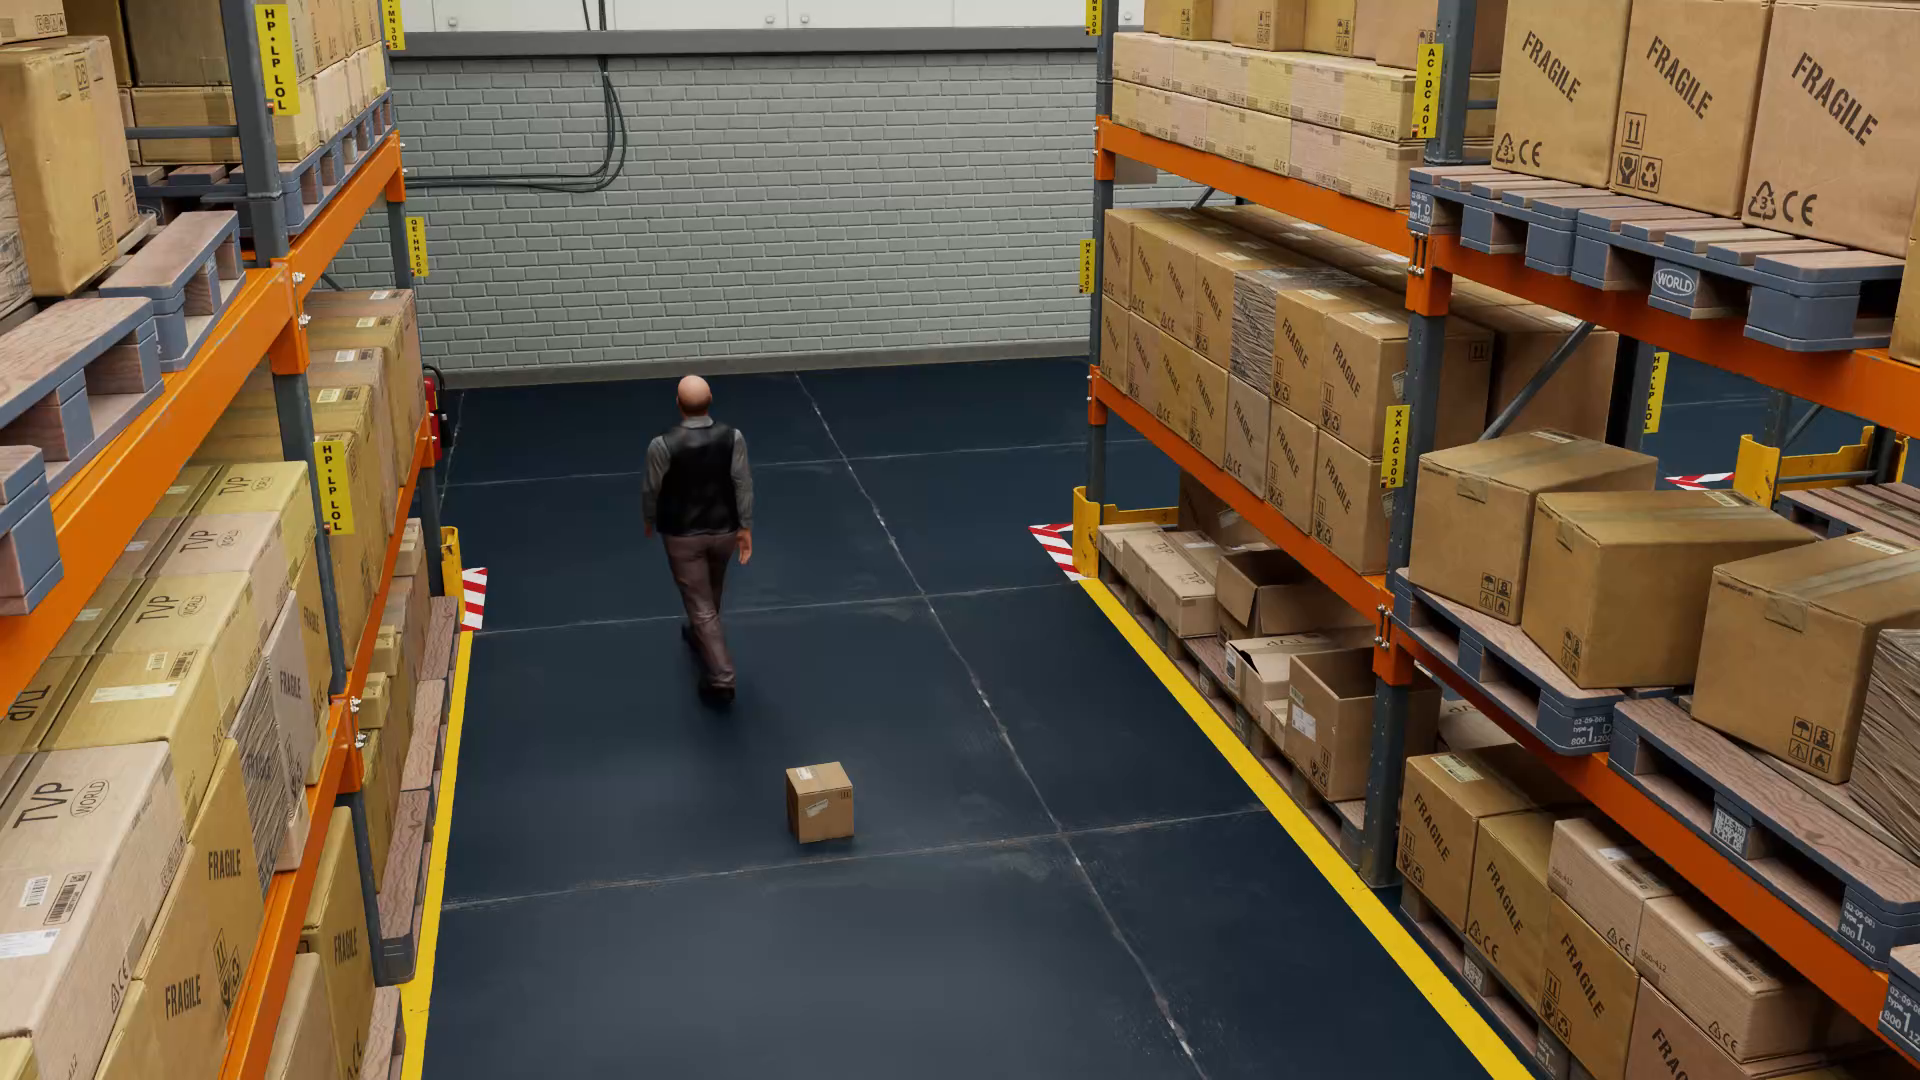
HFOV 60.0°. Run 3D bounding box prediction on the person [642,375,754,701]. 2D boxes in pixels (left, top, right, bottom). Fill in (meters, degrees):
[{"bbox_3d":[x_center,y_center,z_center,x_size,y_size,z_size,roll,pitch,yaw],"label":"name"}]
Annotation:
[{"bbox_3d":[-1.407,-0.073,8.781,0.552,1.662,1.051,-11,22,-28],"label":"person"}]
